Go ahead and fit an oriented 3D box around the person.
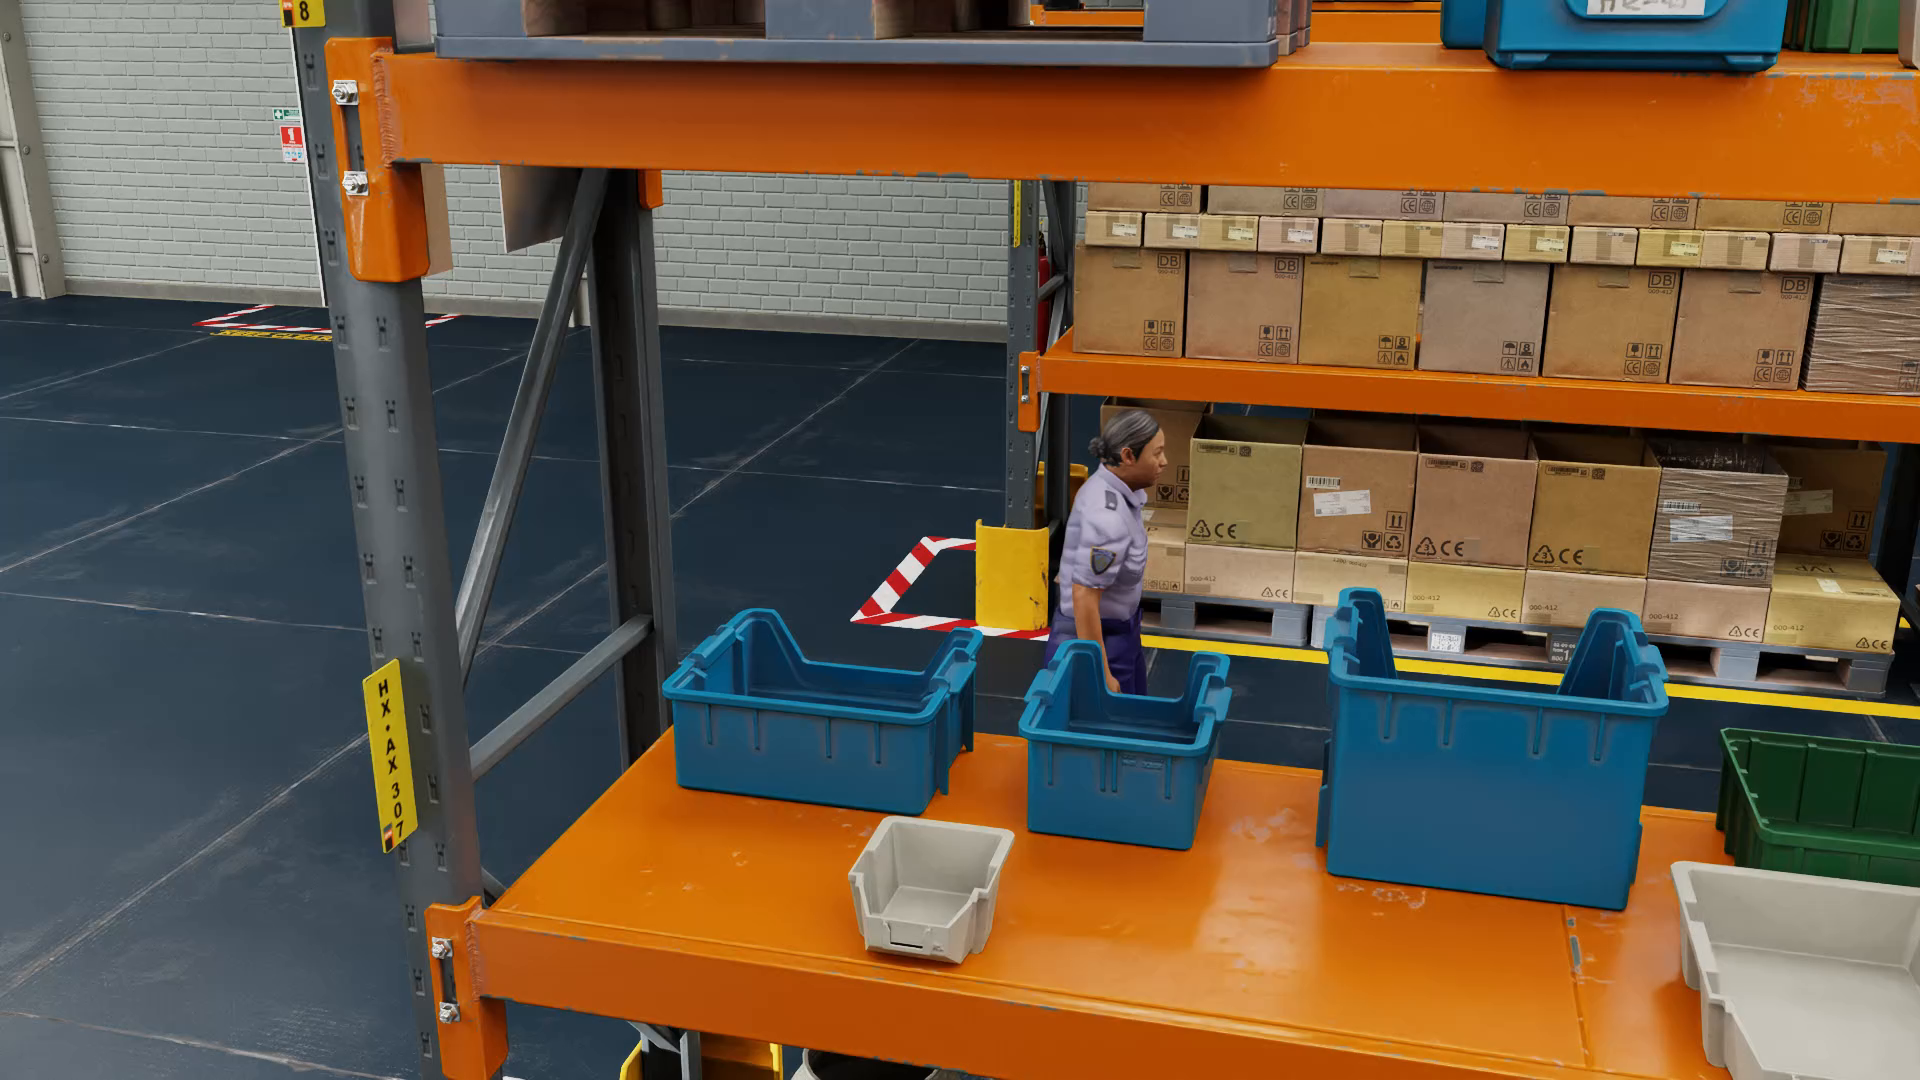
[{"bbox_3d":[0.498,0.381,5.427,0.425,1.650,0.551,4,19,11],"label":"person"}]
